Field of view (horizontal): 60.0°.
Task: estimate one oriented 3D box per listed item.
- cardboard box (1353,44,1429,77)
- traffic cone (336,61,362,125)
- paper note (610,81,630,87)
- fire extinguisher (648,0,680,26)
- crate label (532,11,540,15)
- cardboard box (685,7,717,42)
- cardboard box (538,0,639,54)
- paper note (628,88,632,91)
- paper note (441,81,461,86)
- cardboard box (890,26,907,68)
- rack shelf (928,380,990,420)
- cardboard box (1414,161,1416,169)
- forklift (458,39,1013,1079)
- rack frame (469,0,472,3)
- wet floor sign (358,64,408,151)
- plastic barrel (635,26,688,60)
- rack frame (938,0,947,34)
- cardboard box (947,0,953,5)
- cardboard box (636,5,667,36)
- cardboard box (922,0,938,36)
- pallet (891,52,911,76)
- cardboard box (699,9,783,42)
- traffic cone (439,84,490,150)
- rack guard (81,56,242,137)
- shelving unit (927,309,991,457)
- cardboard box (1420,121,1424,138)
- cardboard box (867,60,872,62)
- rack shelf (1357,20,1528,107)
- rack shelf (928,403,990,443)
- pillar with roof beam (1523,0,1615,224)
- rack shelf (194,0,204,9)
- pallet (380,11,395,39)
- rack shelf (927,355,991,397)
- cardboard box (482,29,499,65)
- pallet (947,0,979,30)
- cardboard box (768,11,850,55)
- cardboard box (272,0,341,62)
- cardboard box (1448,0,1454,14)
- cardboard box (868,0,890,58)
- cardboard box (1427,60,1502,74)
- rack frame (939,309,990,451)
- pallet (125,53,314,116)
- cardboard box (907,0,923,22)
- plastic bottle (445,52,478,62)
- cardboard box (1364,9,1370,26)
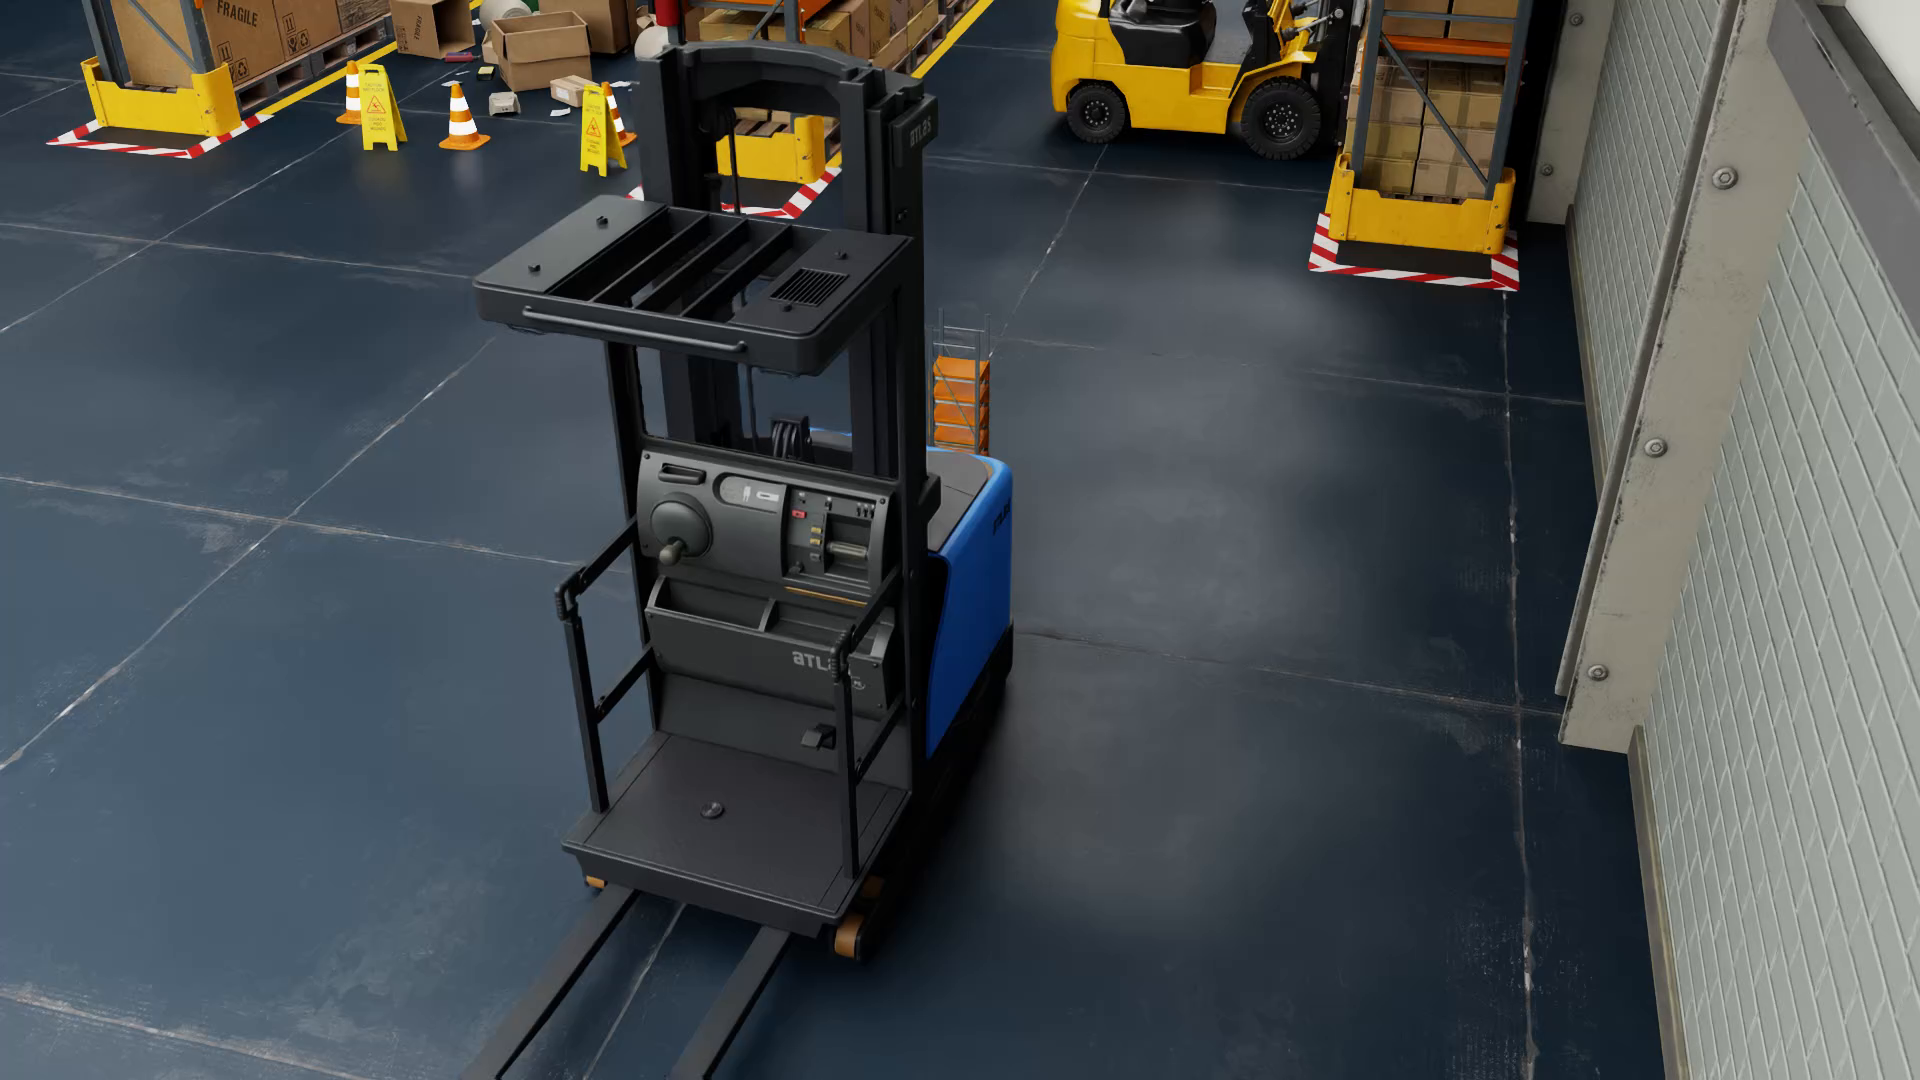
[{"bbox_3d":[3.105,-3.364,11.986,0.500,0.250,0.500,9,33,13],"label":"cardboard box"},{"bbox_3d":[-4.942,-3.685,13.616,0.336,0.463,0.334,8,33,12],"label":"traffic cone"},{"bbox_3d":[-2.961,-3.976,14.487,0.148,0.019,0.142,20,38,29],"label":"paper note"},{"bbox_3d":[-2.111,-4.023,11.854,0.296,0.674,0.183,8,33,12],"label":"fire extinguisher"},{"bbox_3d":[-4.055,-4.976,15.950,0.298,0.136,0.250,-14,35,-21],"label":"crate label"},{"bbox_3d":[-2.209,-4.703,15.180,0.500,0.500,0.500,-21,38,-29],"label":"cardboard box"},{"bbox_3d":[-3.410,-4.799,15.203,0.797,0.637,0.503,8,33,12],"label":"cardboard box"},{"bbox_3d":[-2.830,-3.902,14.378,0.032,0.001,0.123,8,33,12],"label":"paper note"},{"bbox_3d":[-4.420,-3.981,14.485,0.144,0.017,0.142,20,38,29],"label":"paper note"},{"bbox_3d":[-0.770,-4.261,14.327,0.500,0.250,0.500,9,33,13],"label":"cardboard box"},{"bbox_3d":[-0.004,-0.664,7.811,0.258,0.103,0.180,8,33,12],"label":"rack shelf"},{"bbox_3d":[3.115,-2.939,12.248,0.500,0.250,0.500,8,33,12],"label":"cardboard box"},{"bbox_3d":[-0.751,-0.001,5.520,1.130,2.935,3.031,11,34,17],"label":"forklift"},{"bbox_3d":[-5.435,-6.749,16.071,1.000,3.000,0.127,8,33,12],"label":"rack frame"},{"bbox_3d":[-4.542,-3.396,12.990,0.267,0.644,0.232,3,33,4],"label":"wet floor sign"},{"bbox_3d":[-2.577,-4.243,14.530,0.421,0.421,0.512,-21,38,-29],"label":"plastic barrel"},{"bbox_3d":[-0.621,-6.128,15.093,1.000,3.000,0.127,8,33,12],"label":"rack frame"},{"bbox_3d":[-0.491,-5.469,16.114,0.950,0.372,0.625,8,33,13],"label":"cardboard box"},{"bbox_3d":[-2.904,-4.844,15.622,0.258,0.266,0.396,-14,35,-21],"label":"cardboard box"},{"bbox_3d":[-0.511,-4.801,15.178,0.500,0.250,0.500,10,34,15],"label":"cardboard box"},{"bbox_3d":[-1.065,-3.963,14.287,1.003,0.211,1.213,8,33,12],"label":"pallet"},{"bbox_3d":[-1.685,-3.837,12.962,0.500,0.500,0.500,8,33,13],"label":"cardboard box"},{"bbox_3d":[-3.935,-3.355,13.096,0.336,0.463,0.334,8,33,12],"label":"traffic cone"},{"bbox_3d":[-6.456,-3.606,13.457,1.175,0.500,0.348,8,33,12],"label":"rack guard"},{"bbox_3d":[-0.004,-0.499,7.916,0.258,1.200,0.189,8,33,12],"label":"shelving unit"},{"bbox_3d":[3.602,-3.084,12.010,0.500,0.250,0.500,8,33,12],"label":"cardboard box"},{"bbox_3d":[-1.027,-3.714,13.468,0.500,0.250,0.500,9,34,14],"label":"cardboard box"},{"bbox_3d":[3.673,-4.113,12.594,1.077,0.370,4.000,8,33,12],"label":"rack shelf"},{"bbox_3d":[-0.004,-0.563,7.876,0.258,0.103,0.180,8,33,12],"label":"rack shelf"},{"bbox_3d":[0.050,-6.735,10.456,9.100,9.000,0.400,8,33,12],"label":"pillar with roof beam"},{"bbox_3d":[-5.942,-5.408,14.632,1.077,0.370,4.000,8,33,12],"label":"rack shelf"},{"bbox_3d":[-5.704,-5.189,16.215,1.003,0.211,1.213,8,33,12],"label":"pallet"},{"bbox_3d":[-0.004,-0.765,7.747,0.258,0.103,0.180,8,33,12],"label":"rack shelf"},{"bbox_3d":[-4.090,-4.453,15.007,0.396,0.266,0.258,14,35,21],"label":"cardboard box"},{"bbox_3d":[-0.425,-5.355,16.477,1.003,0.211,1.213,8,33,12],"label":"pallet"},{"bbox_3d":[-1.159,-3.779,12.871,0.500,0.500,0.500,7,33,11],"label":"cardboard box"},{"bbox_3d":[-6.121,-4.772,14.550,0.875,0.875,0.875,8,33,12],"label":"cardboard box"},{"bbox_3d":[3.671,-3.913,11.516,0.500,0.500,0.500,9,34,14],"label":"cardboard box"},{"bbox_3d":[-0.895,-4.310,13.706,0.500,0.500,0.500,9,33,13],"label":"cardboard box"},{"bbox_3d":[3.594,-3.301,11.886,0.500,0.250,0.500,8,33,12],"label":"cardboard box"},{"bbox_3d":[0.020,-0.546,7.991,0.240,1.200,0.006,8,33,12],"label":"rack frame"},{"bbox_3d":[-6.323,-3.923,14.224,1.003,0.211,1.213,8,33,12],"label":"pallet"},{"bbox_3d":[-0.639,-4.854,14.561,0.500,0.500,0.500,9,33,13],"label":"cardboard box"},{"bbox_3d":[-4.515,-4.381,15.085,0.283,0.061,0.133,-3,33,-4],"label":"plastic bottle"},{"bbox_3d":[3.359,-3.890,12.812,0.500,0.250,0.500,7,33,11],"label":"cardboard box"}]
